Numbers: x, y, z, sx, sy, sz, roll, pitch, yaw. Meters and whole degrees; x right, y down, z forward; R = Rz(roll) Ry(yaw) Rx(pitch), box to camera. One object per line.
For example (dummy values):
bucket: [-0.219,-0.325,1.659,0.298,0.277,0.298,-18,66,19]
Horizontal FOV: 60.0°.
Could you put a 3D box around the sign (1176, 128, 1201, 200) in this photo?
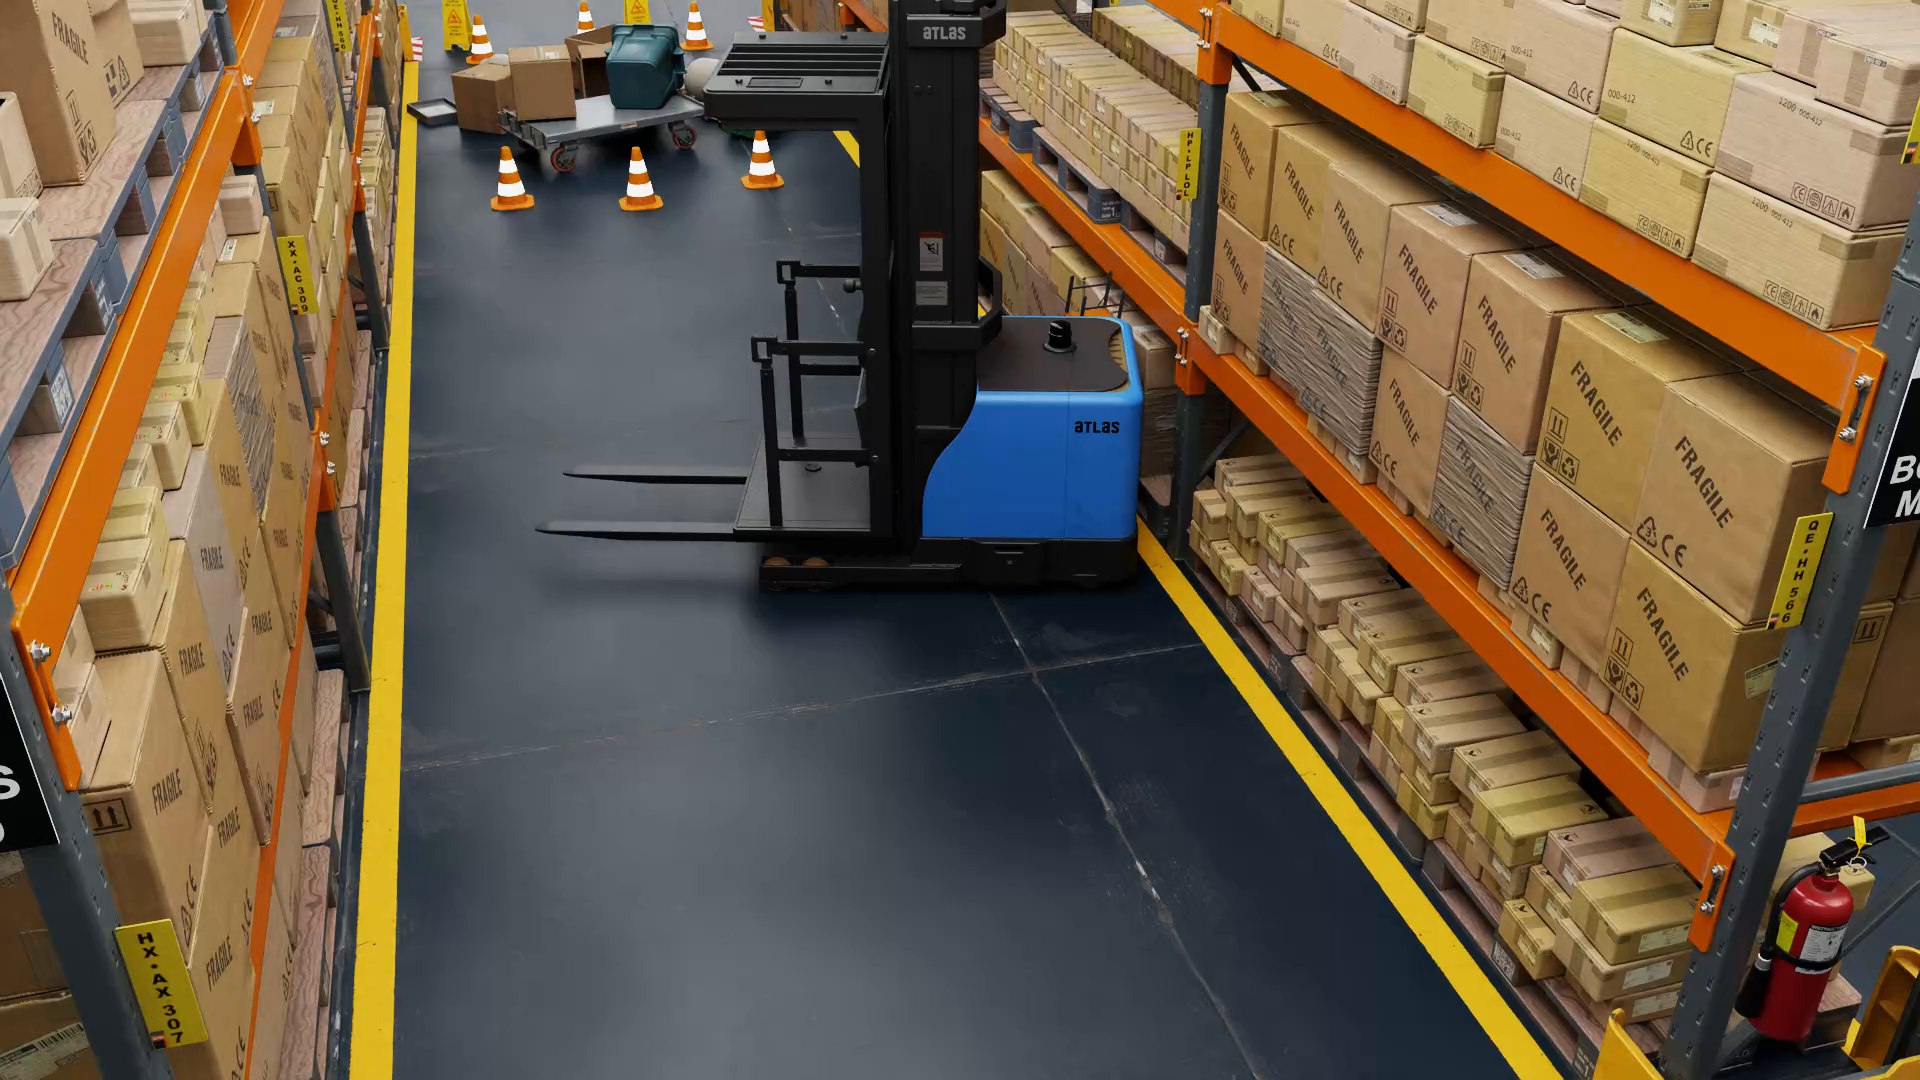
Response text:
sign: [1.036,-1.703,7.542,0.100,0.325,0.005,-8,31,-13]

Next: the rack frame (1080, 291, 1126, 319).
rack frame: [0.701,-0.854,9.067,0.240,1.200,0.006,-10,47,-16]

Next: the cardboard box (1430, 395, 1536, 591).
cardboard box: [1.989,-0.193,5.693,0.500,0.500,0.500,-8,31,-13]

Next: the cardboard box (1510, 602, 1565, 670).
cardboard box: [2.072,0.279,5.524,0.380,0.149,0.250,-7,31,-12]

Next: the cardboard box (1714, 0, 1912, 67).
cardboard box: [2.221,-1.345,4.338,0.380,0.149,0.250,-9,31,-15]

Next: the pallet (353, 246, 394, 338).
pallet: [-4.443,-1.673,11.430,1.003,0.211,1.213,-8,31,-13]

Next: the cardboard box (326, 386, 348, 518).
cardboard box: [-3.664,-0.557,8.419,0.875,0.875,0.875,-7,31,-12]

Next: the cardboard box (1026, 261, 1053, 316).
cardboard box: [0.728,-1.444,10.326,0.500,0.500,0.500,-9,31,-15]

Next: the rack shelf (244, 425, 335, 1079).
rack shelf: [-2.645,0.707,5.252,1.077,0.370,4.000,-8,31,-13]

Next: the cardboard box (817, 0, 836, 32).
cardboard box: [-0.895,-5.151,16.357,0.875,0.875,0.875,-8,31,-13]

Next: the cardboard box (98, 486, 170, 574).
cardboard box: [-2.125,0.014,3.986,0.380,0.149,0.250,-9,31,-15]

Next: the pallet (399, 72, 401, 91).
pallet: [-6.159,-4.725,16.703,1.003,0.211,1.213,-8,31,-13]

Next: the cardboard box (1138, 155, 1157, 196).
cardboard box: [1.140,-1.892,8.560,0.380,0.149,0.250,-7,31,-11]

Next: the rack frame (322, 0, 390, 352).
rack frame: [-4.237,-2.502,10.079,1.000,3.000,0.127,-8,31,-13]

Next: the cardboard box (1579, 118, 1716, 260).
cardboard box: [2.114,-1.009,4.654,0.500,0.250,0.500,-8,31,-13]

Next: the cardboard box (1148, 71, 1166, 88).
cardboard box: [1.353,-2.736,10.017,0.380,0.149,0.250,-8,31,-14]

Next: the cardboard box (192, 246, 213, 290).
cardboard box: [-2.680,-0.837,5.457,0.380,0.149,0.250,-8,31,-14]

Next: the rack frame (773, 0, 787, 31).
rack frame: [-1.615,-7.073,17.976,1.000,3.000,0.127,-8,31,-13]

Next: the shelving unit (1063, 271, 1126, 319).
shelving unit: [0.673,-0.917,9.127,0.258,1.200,0.189,-10,47,-16]

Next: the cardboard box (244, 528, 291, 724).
cardboard box: [-2.392,0.320,5.103,0.500,0.500,0.500,-7,31,-12]

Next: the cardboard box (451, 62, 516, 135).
cardboard box: [-4.271,-4.052,15.249,0.500,0.500,0.500,13,32,21]

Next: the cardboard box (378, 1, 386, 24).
cardboard box: [-5.309,-4.668,14.751,0.380,0.149,0.250,-7,31,-11]

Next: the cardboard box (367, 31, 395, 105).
cardboard box: [-5.195,-4.071,14.367,0.500,0.500,0.500,-6,31,-11]

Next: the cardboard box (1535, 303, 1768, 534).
cardboard box: [2.136,-0.383,5.022,0.500,0.500,0.500,-9,31,-15]

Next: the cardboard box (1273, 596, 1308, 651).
cardboard box: [1.659,0.351,7.576,0.380,0.149,0.250,-8,31,-14]

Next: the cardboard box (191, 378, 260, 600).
cardboard box: [-2.388,-0.121,4.867,0.500,0.500,0.500,-8,31,-13]

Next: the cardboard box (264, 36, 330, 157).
cardboard box: [-3.578,-2.276,8.590,0.500,0.500,0.500,-8,31,-13]

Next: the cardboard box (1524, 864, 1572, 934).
cardboard box: [2.199,1.228,5.765,0.380,0.149,0.250,-9,31,-14]

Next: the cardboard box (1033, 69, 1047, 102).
cardboard box: [0.659,-2.770,10.076,0.380,0.149,0.250,-8,31,-13]

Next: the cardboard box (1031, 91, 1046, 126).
cardboard box: [0.649,-2.649,10.164,0.380,0.149,0.250,-6,31,-11]

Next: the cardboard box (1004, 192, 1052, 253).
cardboard box: [0.593,-2.024,10.579,0.500,0.250,0.500,-8,31,-14]

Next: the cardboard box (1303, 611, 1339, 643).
cardboard box: [1.730,0.354,7.275,0.380,0.149,0.250,-6,31,-11]

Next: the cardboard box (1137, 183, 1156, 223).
cardboard box: [1.140,-1.762,8.631,0.380,0.149,0.250,-8,31,-13]

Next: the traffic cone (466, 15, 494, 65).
traffic cone: [-5.003,-5.232,17.327,0.336,0.463,0.334,-8,31,-13]

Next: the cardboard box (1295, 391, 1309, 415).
cardboard box: [1.658,-0.620,7.077,0.380,0.149,0.250,-9,31,-15]

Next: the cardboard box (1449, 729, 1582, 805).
cardboard box: [2.037,0.857,6.109,0.380,0.149,0.250,-9,31,-15]

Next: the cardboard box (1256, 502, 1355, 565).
cardboard box: [1.593,-0.032,7.644,0.380,0.149,0.250,-8,31,-14]

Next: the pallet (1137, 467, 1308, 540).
pallet: [1.362,-0.446,9.310,1.003,0.211,1.213,-8,31,-13]

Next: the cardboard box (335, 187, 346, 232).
cardboard box: [-3.584,-1.738,8.907,0.500,0.250,0.500,-8,31,-14]

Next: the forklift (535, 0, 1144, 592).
forklift: [-0.624,-1.276,8.028,3.031,2.935,1.130,1,30,1]

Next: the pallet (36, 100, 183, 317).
pallet: [-2.648,-0.846,4.311,1.003,0.211,1.213,-8,31,-13]

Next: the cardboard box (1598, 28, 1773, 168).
cardboard box: [2.127,-1.231,4.538,0.500,0.250,0.500,-9,31,-15]

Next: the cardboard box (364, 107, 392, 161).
cardboard box: [-5.157,-3.226,13.533,0.950,0.372,0.625,-7,31,-13]

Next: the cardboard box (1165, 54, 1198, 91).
cardboard box: [1.422,-2.739,9.726,0.380,0.149,0.250,-6,31,-11]

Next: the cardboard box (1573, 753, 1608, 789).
cardboard box: [2.542,0.786,6.230,0.380,0.149,0.250,-9,31,-16]

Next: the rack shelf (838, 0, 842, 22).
rack shelf: [-1.084,-5.796,16.487,1.077,0.370,4.000,-8,31,-13]

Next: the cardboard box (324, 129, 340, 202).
cardboard box: [-3.568,-1.962,8.796,0.500,0.250,0.500,-9,31,-15]

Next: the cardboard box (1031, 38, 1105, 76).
cardboard box: [0.649,-2.914,10.028,0.380,0.149,0.250,-9,31,-15]

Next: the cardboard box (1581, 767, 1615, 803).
cardboard box: [2.608,0.906,6.320,0.380,0.149,0.250,-7,31,-12]

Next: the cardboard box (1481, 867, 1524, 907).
cardboard box: [2.138,1.230,6.057,0.380,0.149,0.250,-8,31,-14]

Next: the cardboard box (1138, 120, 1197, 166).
cardboard box: [1.137,-2.030,8.501,0.380,0.149,0.250,-9,31,-15]

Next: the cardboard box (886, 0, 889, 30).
cardboard box: [-0.274,-4.164,12.850,0.500,0.500,0.500,-7,31,-13]

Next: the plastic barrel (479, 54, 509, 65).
plastic barrel: [-4.353,-4.455,16.024,0.512,0.421,0.421,13,32,21]

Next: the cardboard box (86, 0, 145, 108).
cardboard box: [-2.786,-1.491,4.716,0.797,0.503,0.637,-5,31,-9]
